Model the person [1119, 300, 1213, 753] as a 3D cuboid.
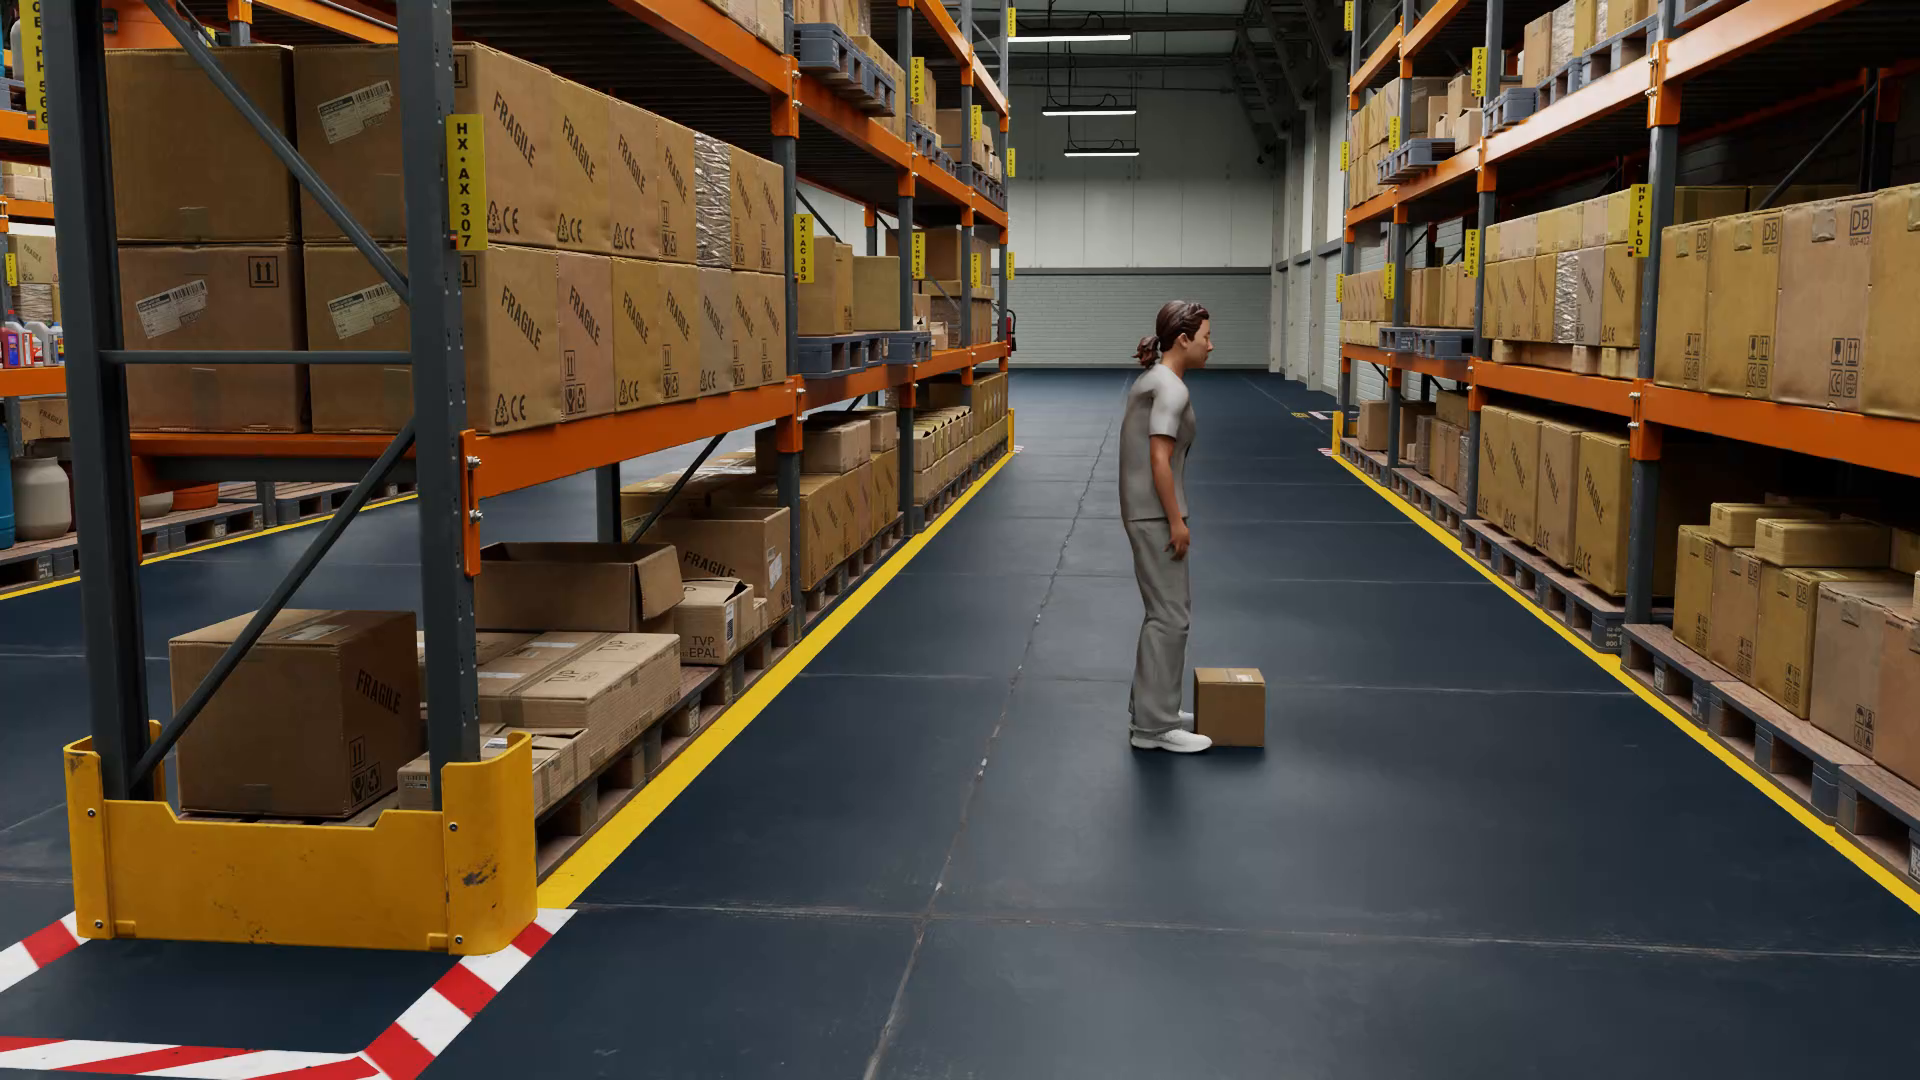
[{"bbox_3d":[0.782,-0.066,6.302,0.363,1.671,0.511,0,8,3],"label":"person"}]
